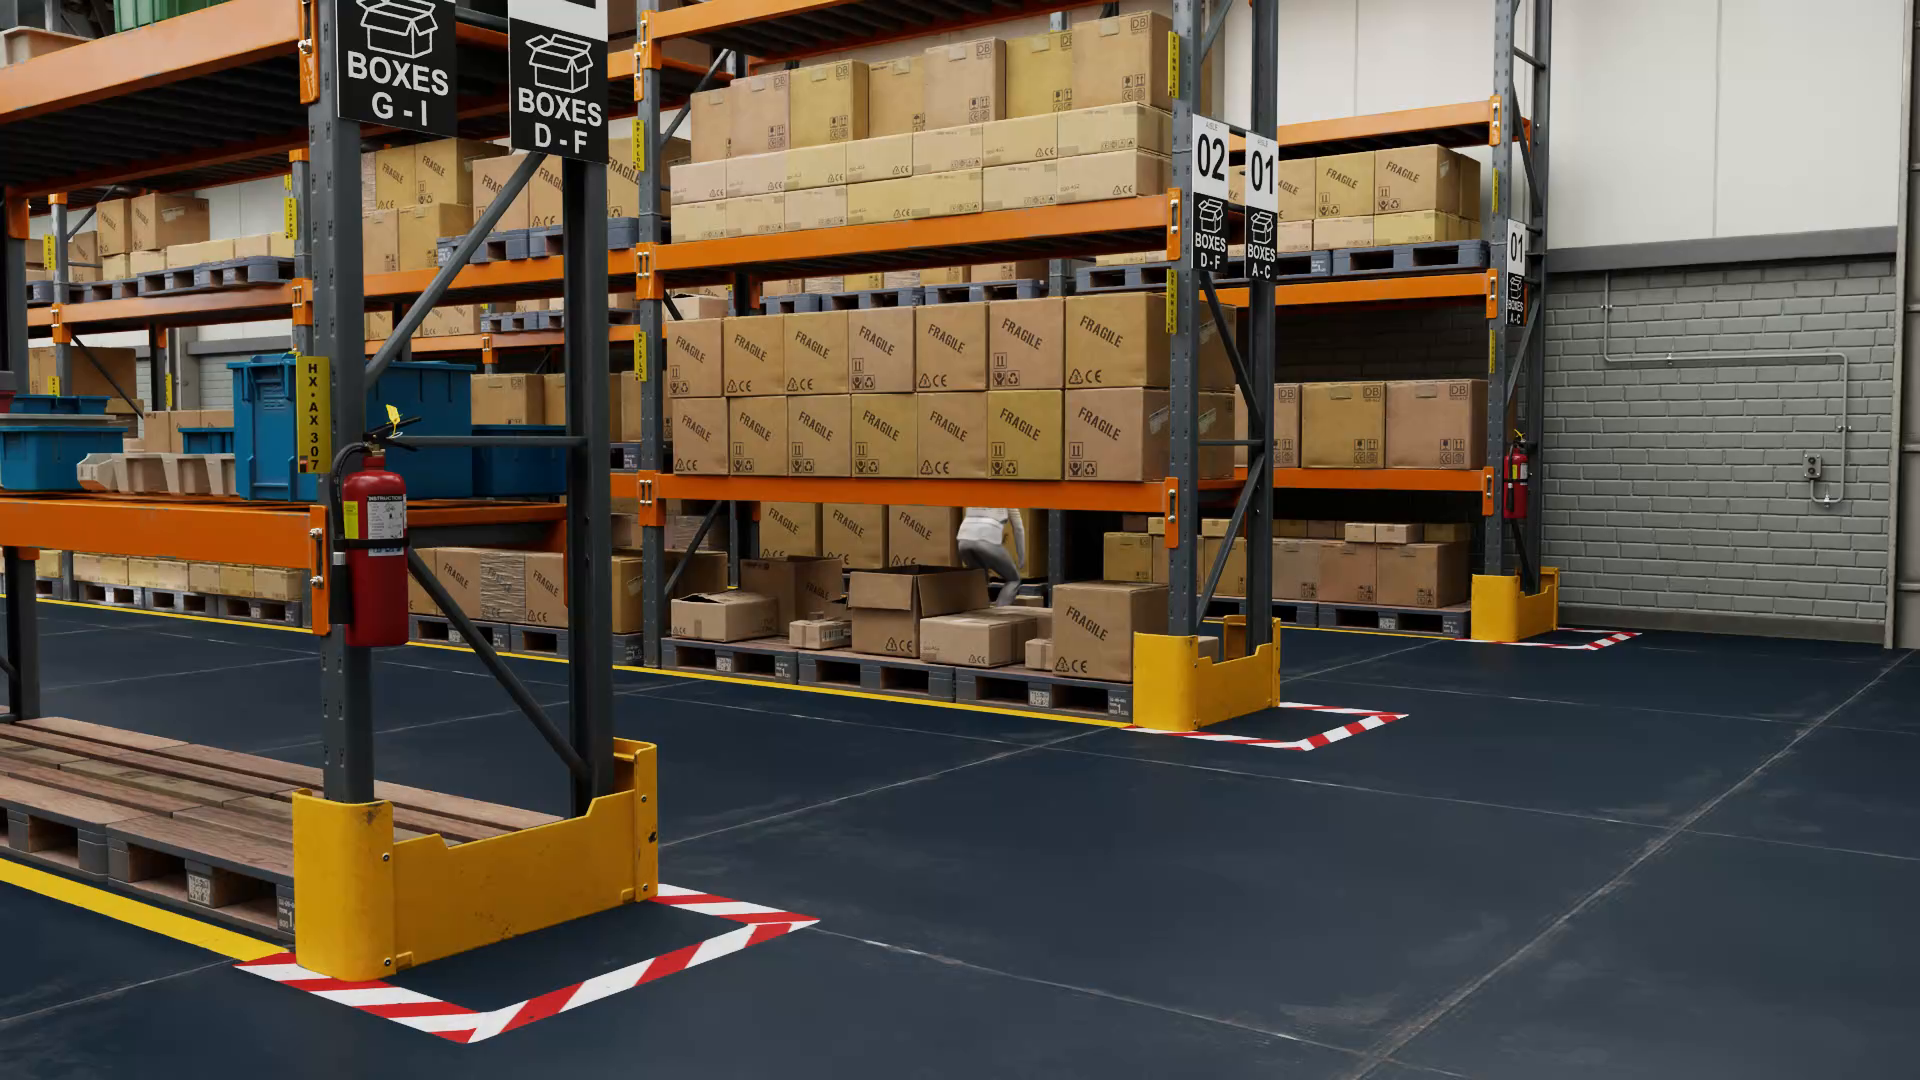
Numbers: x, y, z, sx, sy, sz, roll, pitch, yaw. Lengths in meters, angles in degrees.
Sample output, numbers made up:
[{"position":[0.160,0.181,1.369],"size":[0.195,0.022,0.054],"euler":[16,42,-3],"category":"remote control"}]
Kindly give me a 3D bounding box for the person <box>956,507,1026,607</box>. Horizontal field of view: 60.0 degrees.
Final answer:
[{"position":[0.245,0.054,13.289],"size":[0.535,1.375,0.709],"euler":[2,4,36],"category":"person"}]
